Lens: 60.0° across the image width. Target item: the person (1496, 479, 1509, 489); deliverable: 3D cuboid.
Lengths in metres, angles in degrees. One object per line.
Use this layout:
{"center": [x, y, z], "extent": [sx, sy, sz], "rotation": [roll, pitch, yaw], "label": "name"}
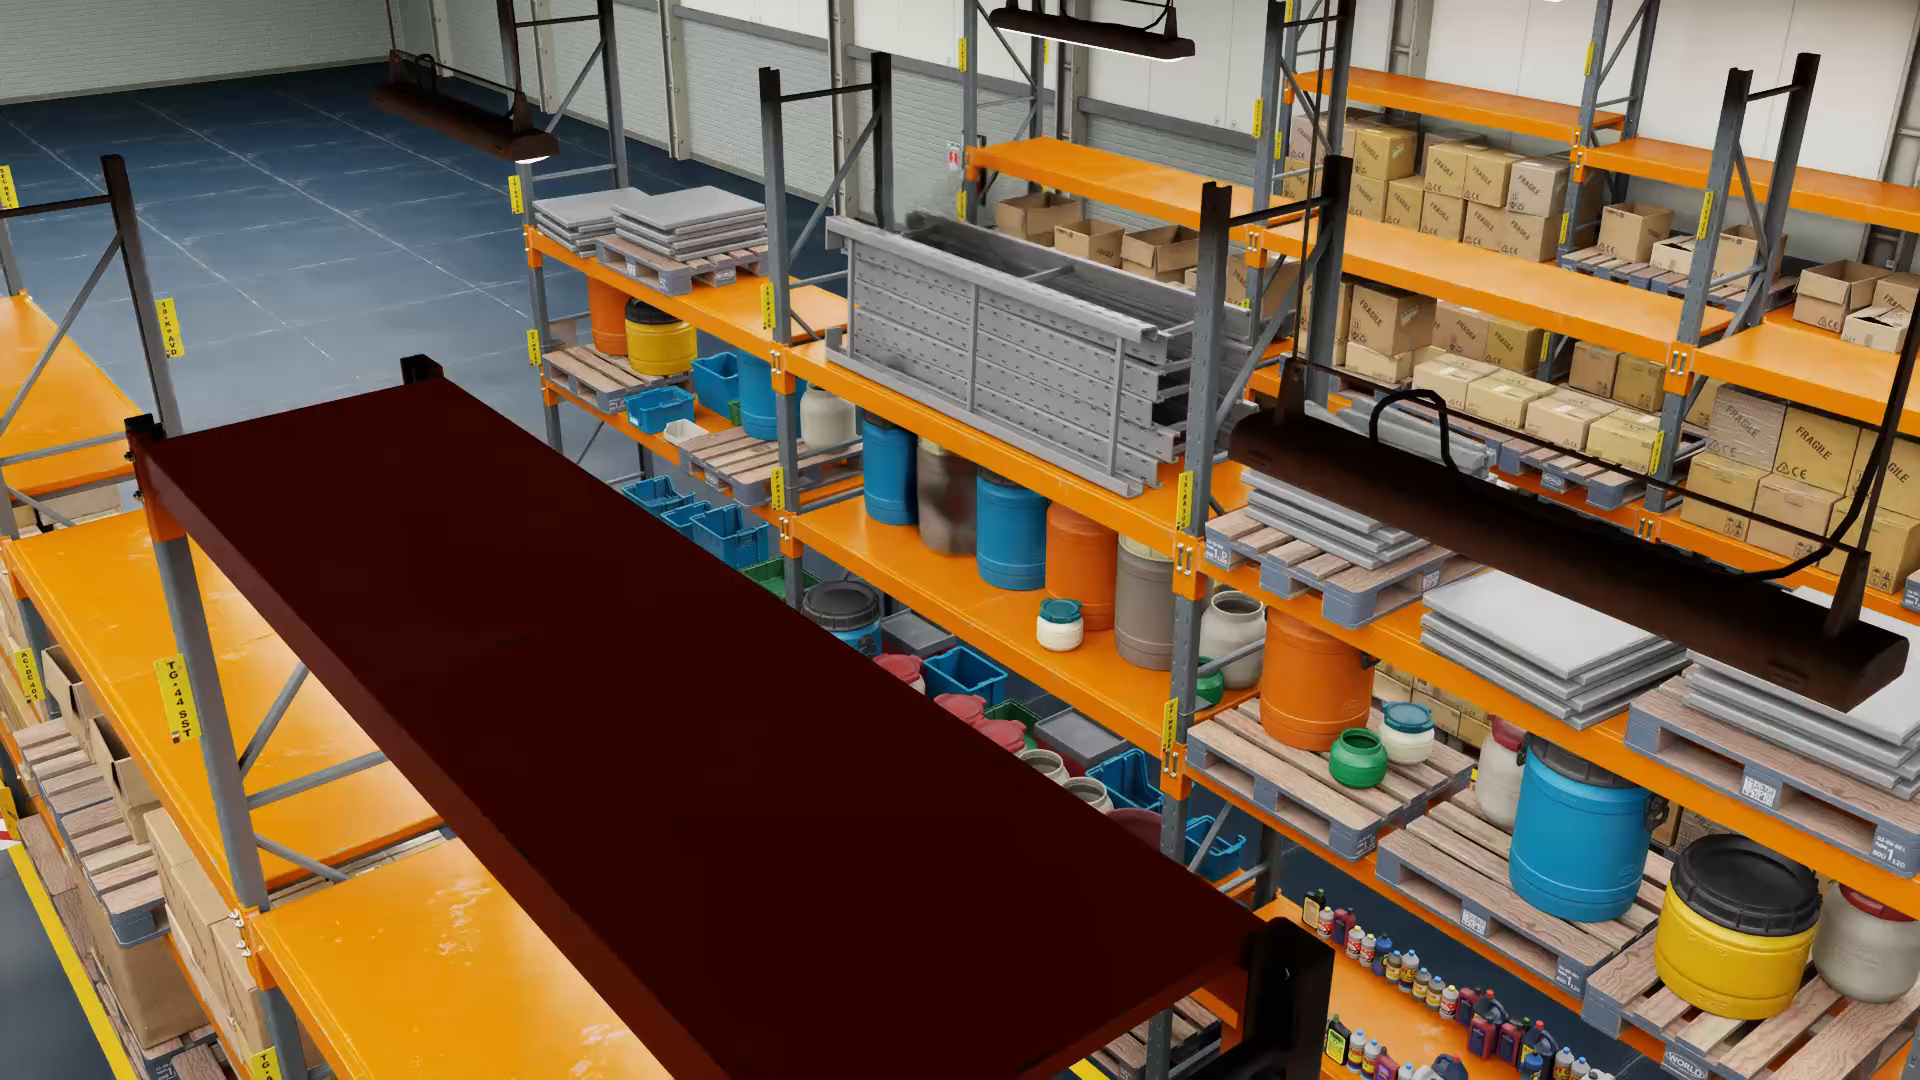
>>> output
{"center": [5.197, -0.069, 16.392], "extent": [0.684, 1.843, 0.864], "rotation": [-22, 33, -37], "label": "person"}
